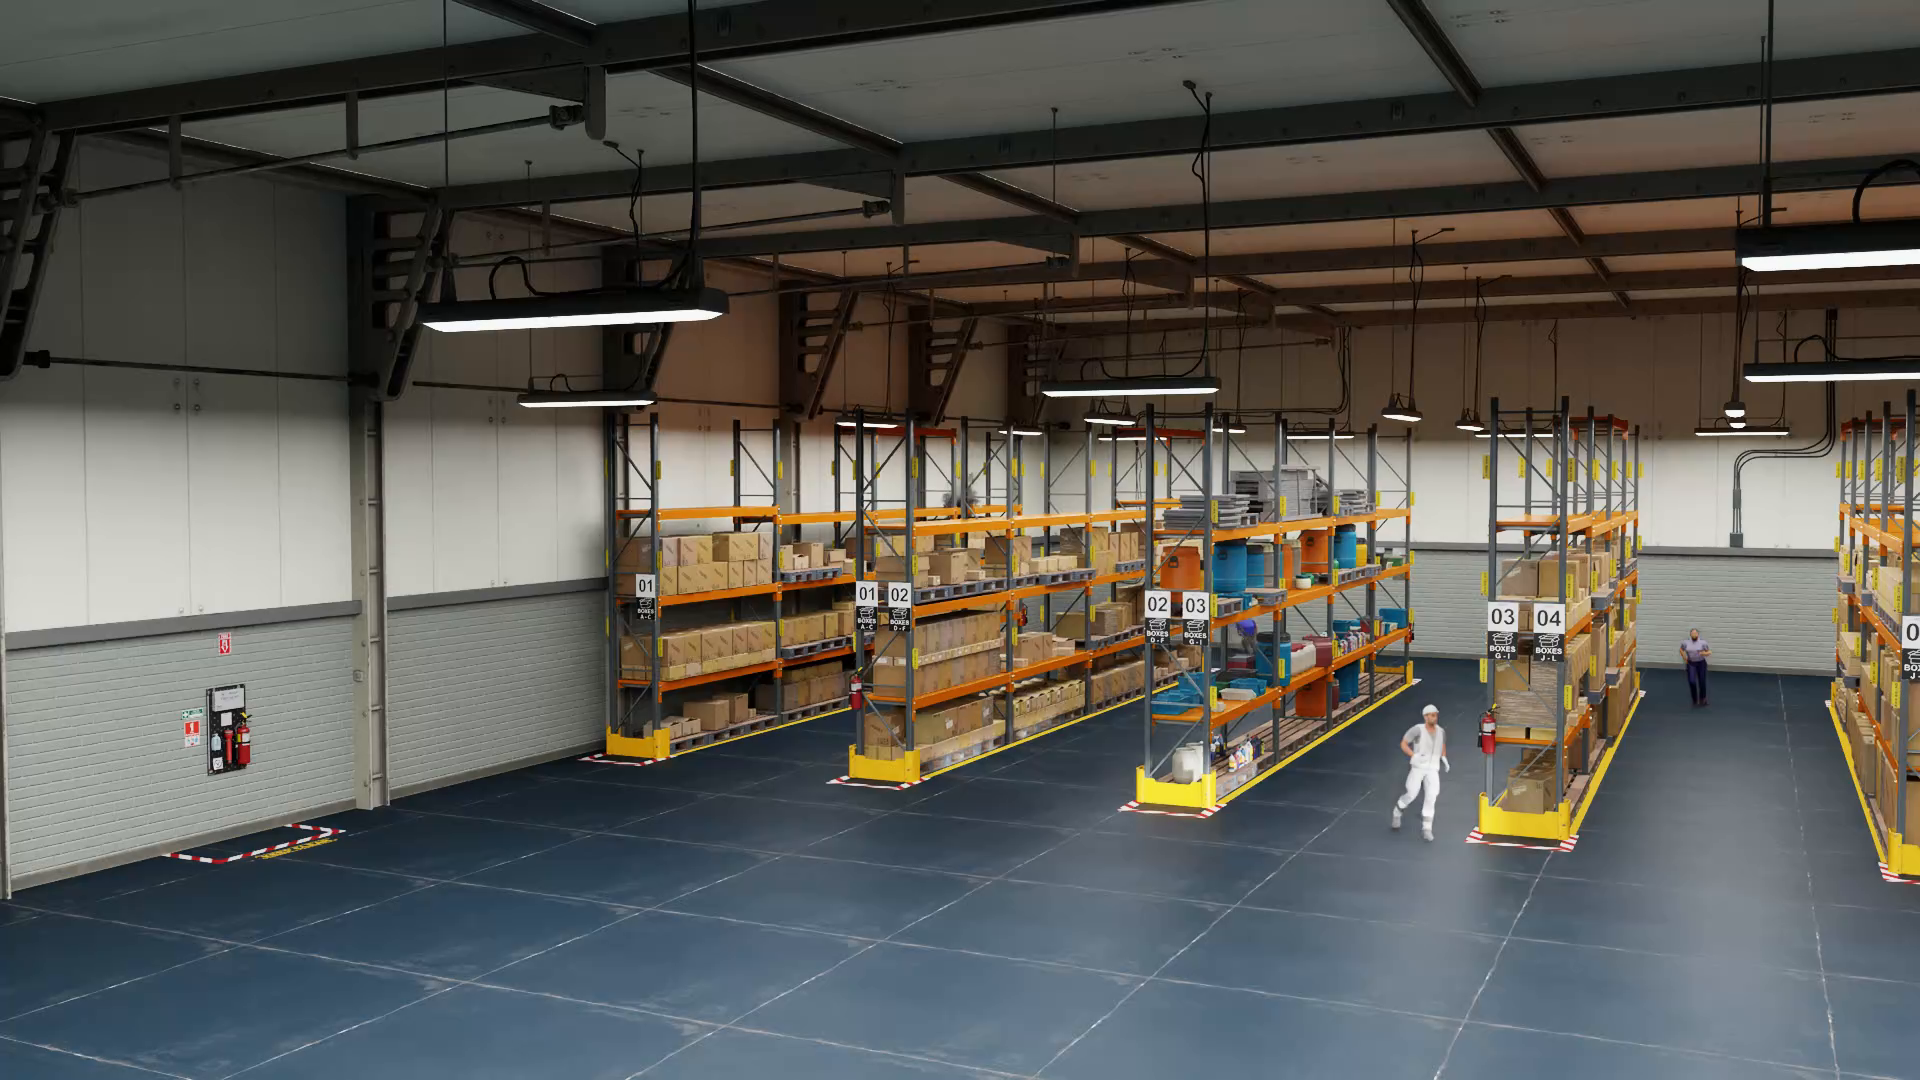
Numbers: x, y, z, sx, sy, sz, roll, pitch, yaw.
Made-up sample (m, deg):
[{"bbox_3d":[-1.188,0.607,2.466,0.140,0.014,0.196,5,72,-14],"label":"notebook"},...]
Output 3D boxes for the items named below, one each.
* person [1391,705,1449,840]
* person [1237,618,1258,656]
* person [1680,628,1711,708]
[{"bbox_3d":[6.389,3.143,22.763,0.718,1.763,0.980,0,2,-8],"label":"person"},{"bbox_3d":[7.130,2.535,40.914,0.605,1.480,0.528,-1,3,-17],"label":"person"},{"bbox_3d":[15.588,2.725,35.254,0.603,1.713,0.707,1,3,22],"label":"person"}]
